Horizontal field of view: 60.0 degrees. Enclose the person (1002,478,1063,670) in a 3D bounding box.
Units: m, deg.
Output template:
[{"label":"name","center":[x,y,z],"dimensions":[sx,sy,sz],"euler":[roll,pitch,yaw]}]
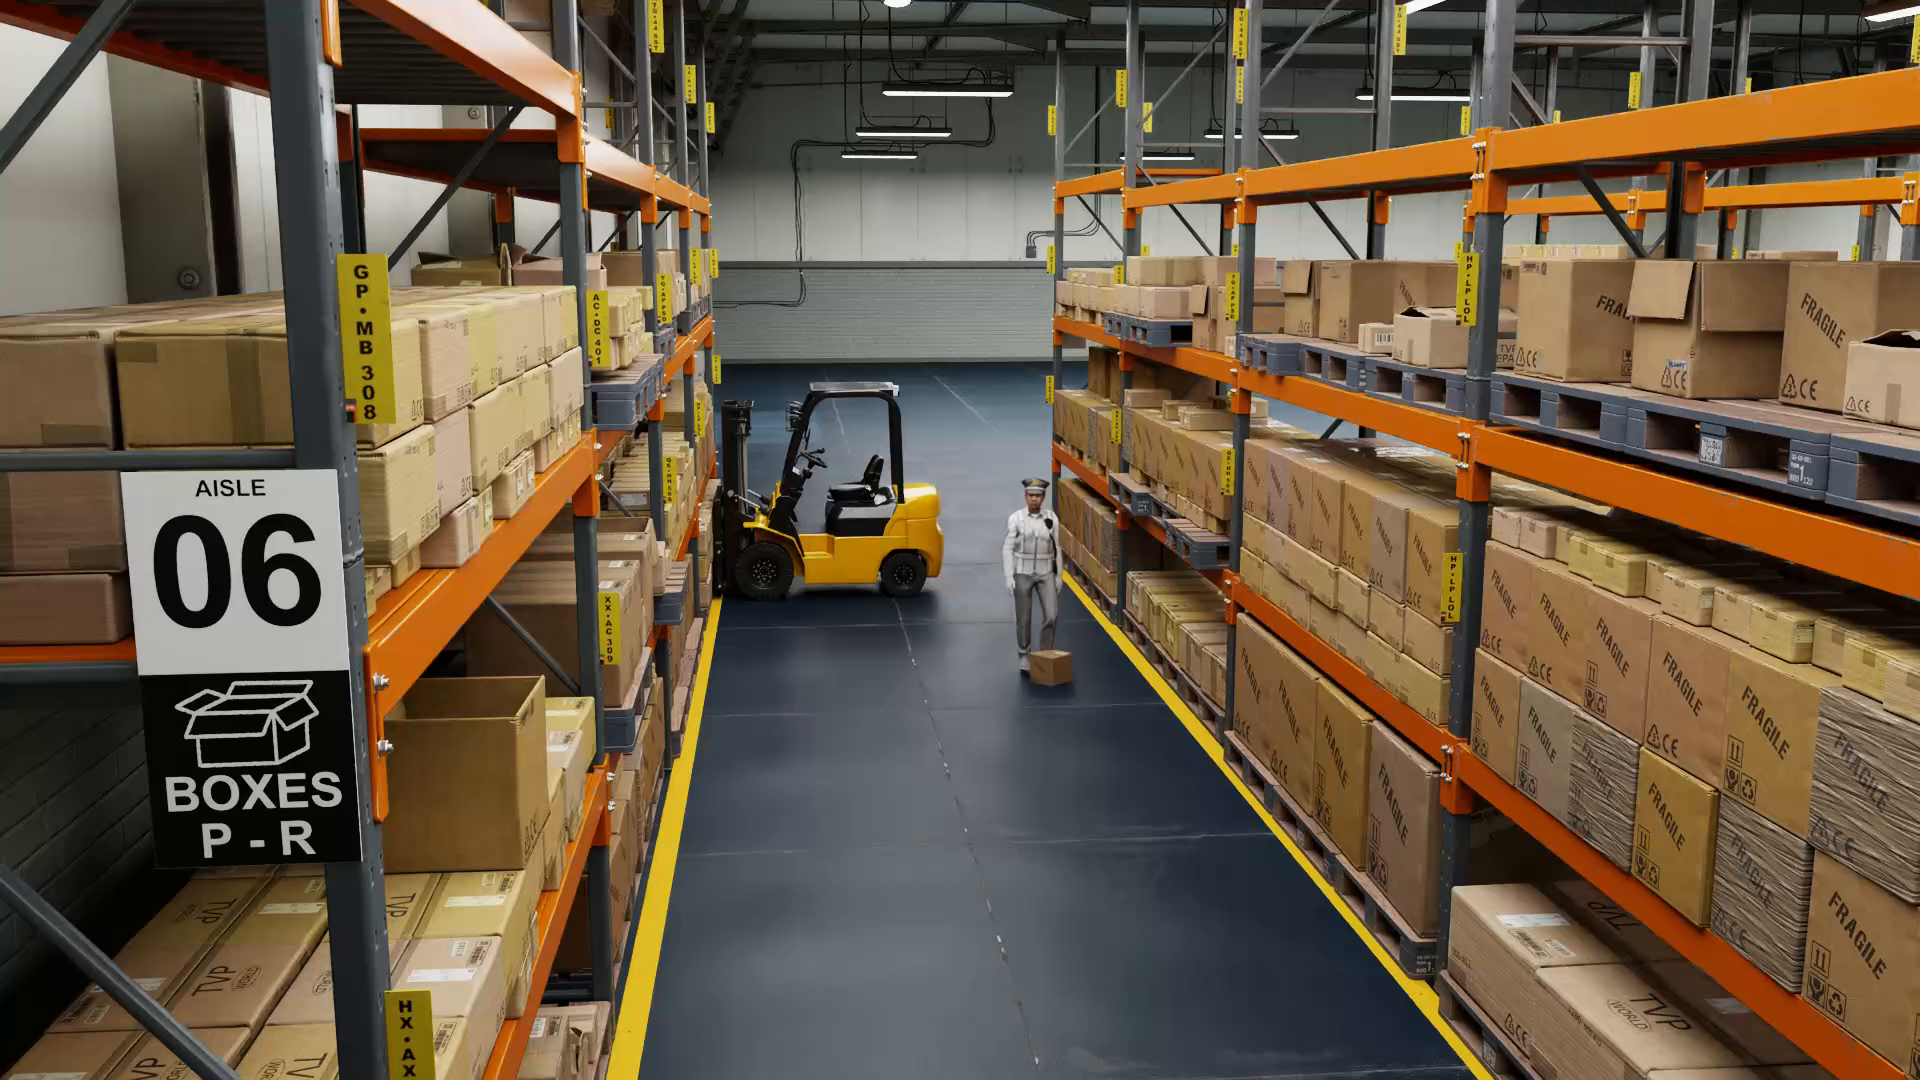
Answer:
[{"label":"person","center":[0.617,0.333,14.016],"dimensions":[0.523,1.746,0.549],"euler":[0,10,-1]}]
